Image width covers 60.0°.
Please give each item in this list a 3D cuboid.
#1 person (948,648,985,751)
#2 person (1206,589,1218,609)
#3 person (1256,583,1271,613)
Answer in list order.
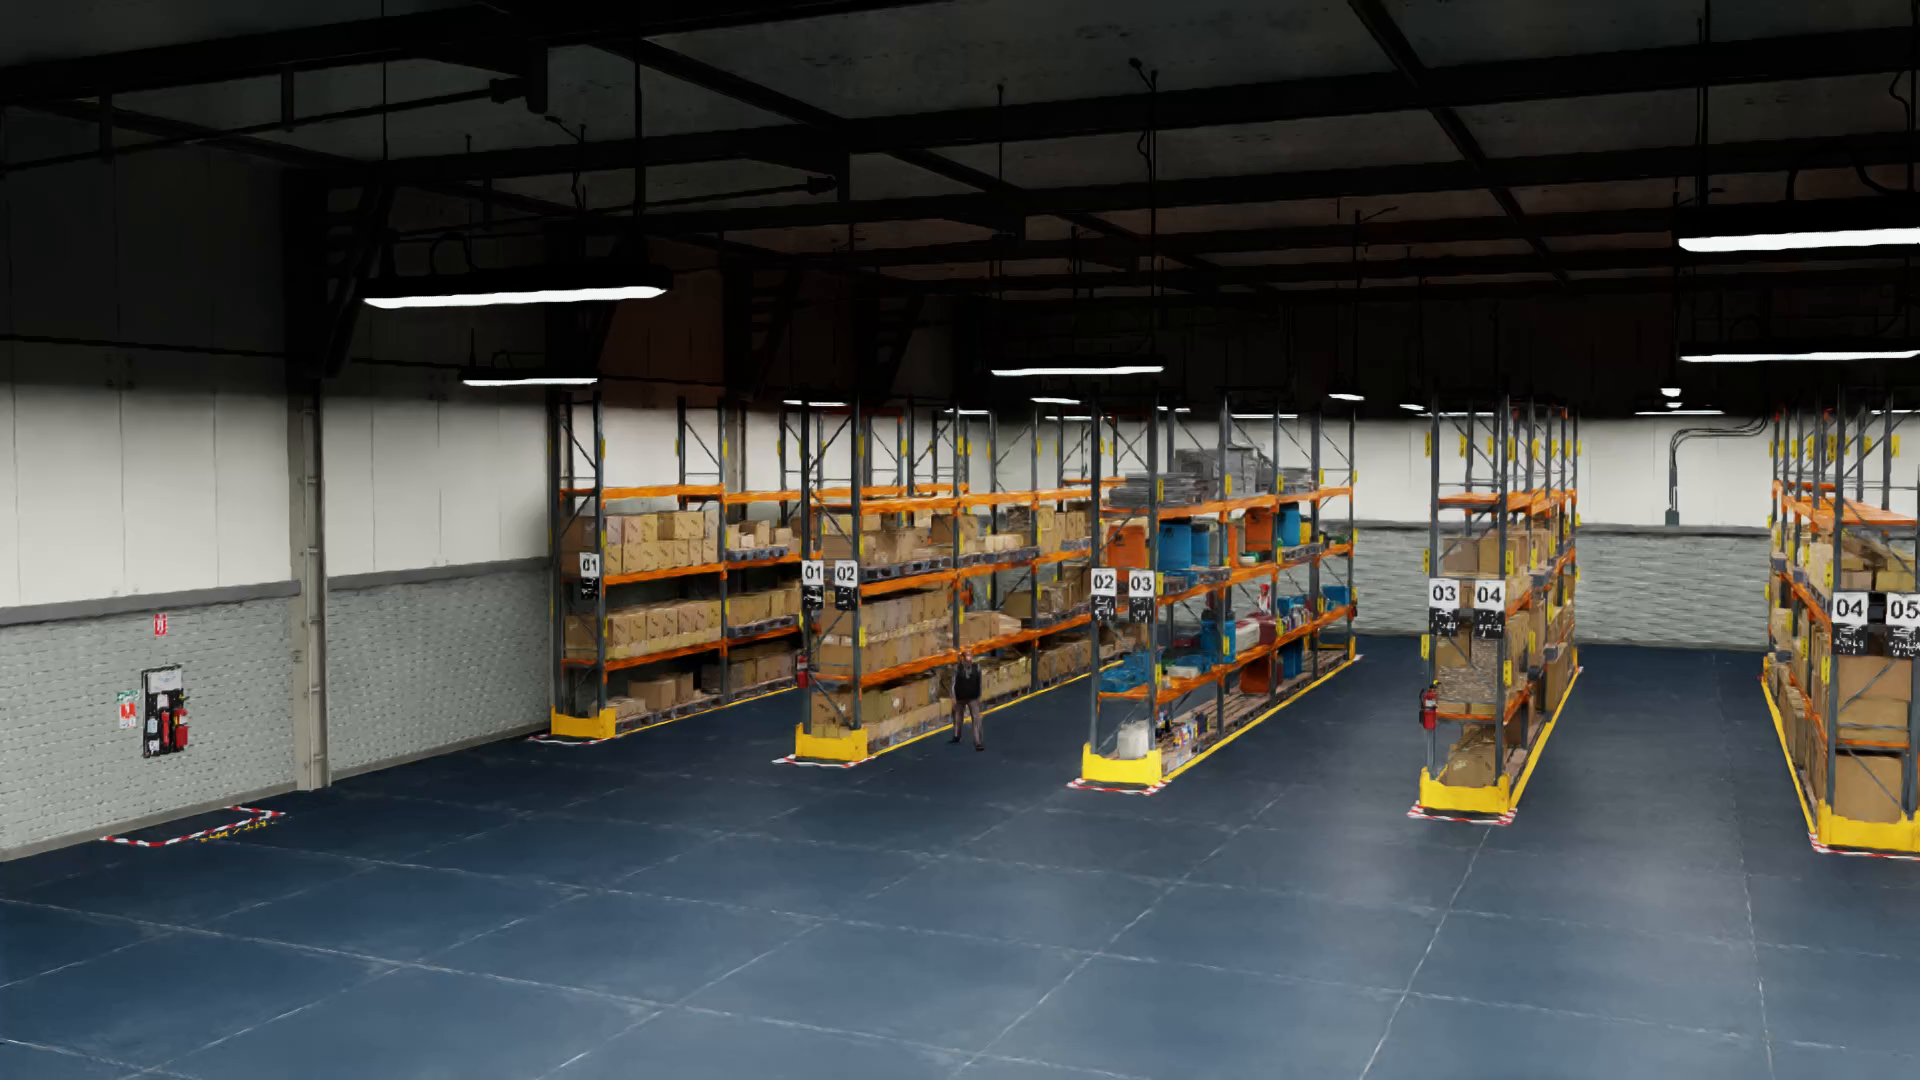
[{"bbox_3d":[0.093,2.630,27.648,0.580,1.695,0.932,0,3,-3],"label":"person"},{"bbox_3d":[6.773,1.710,43.912,0.598,1.698,1.193,1,3,25],"label":"person"},{"bbox_3d":[7.351,1.907,40.172,0.532,1.726,1.038,2,4,33],"label":"person"}]
